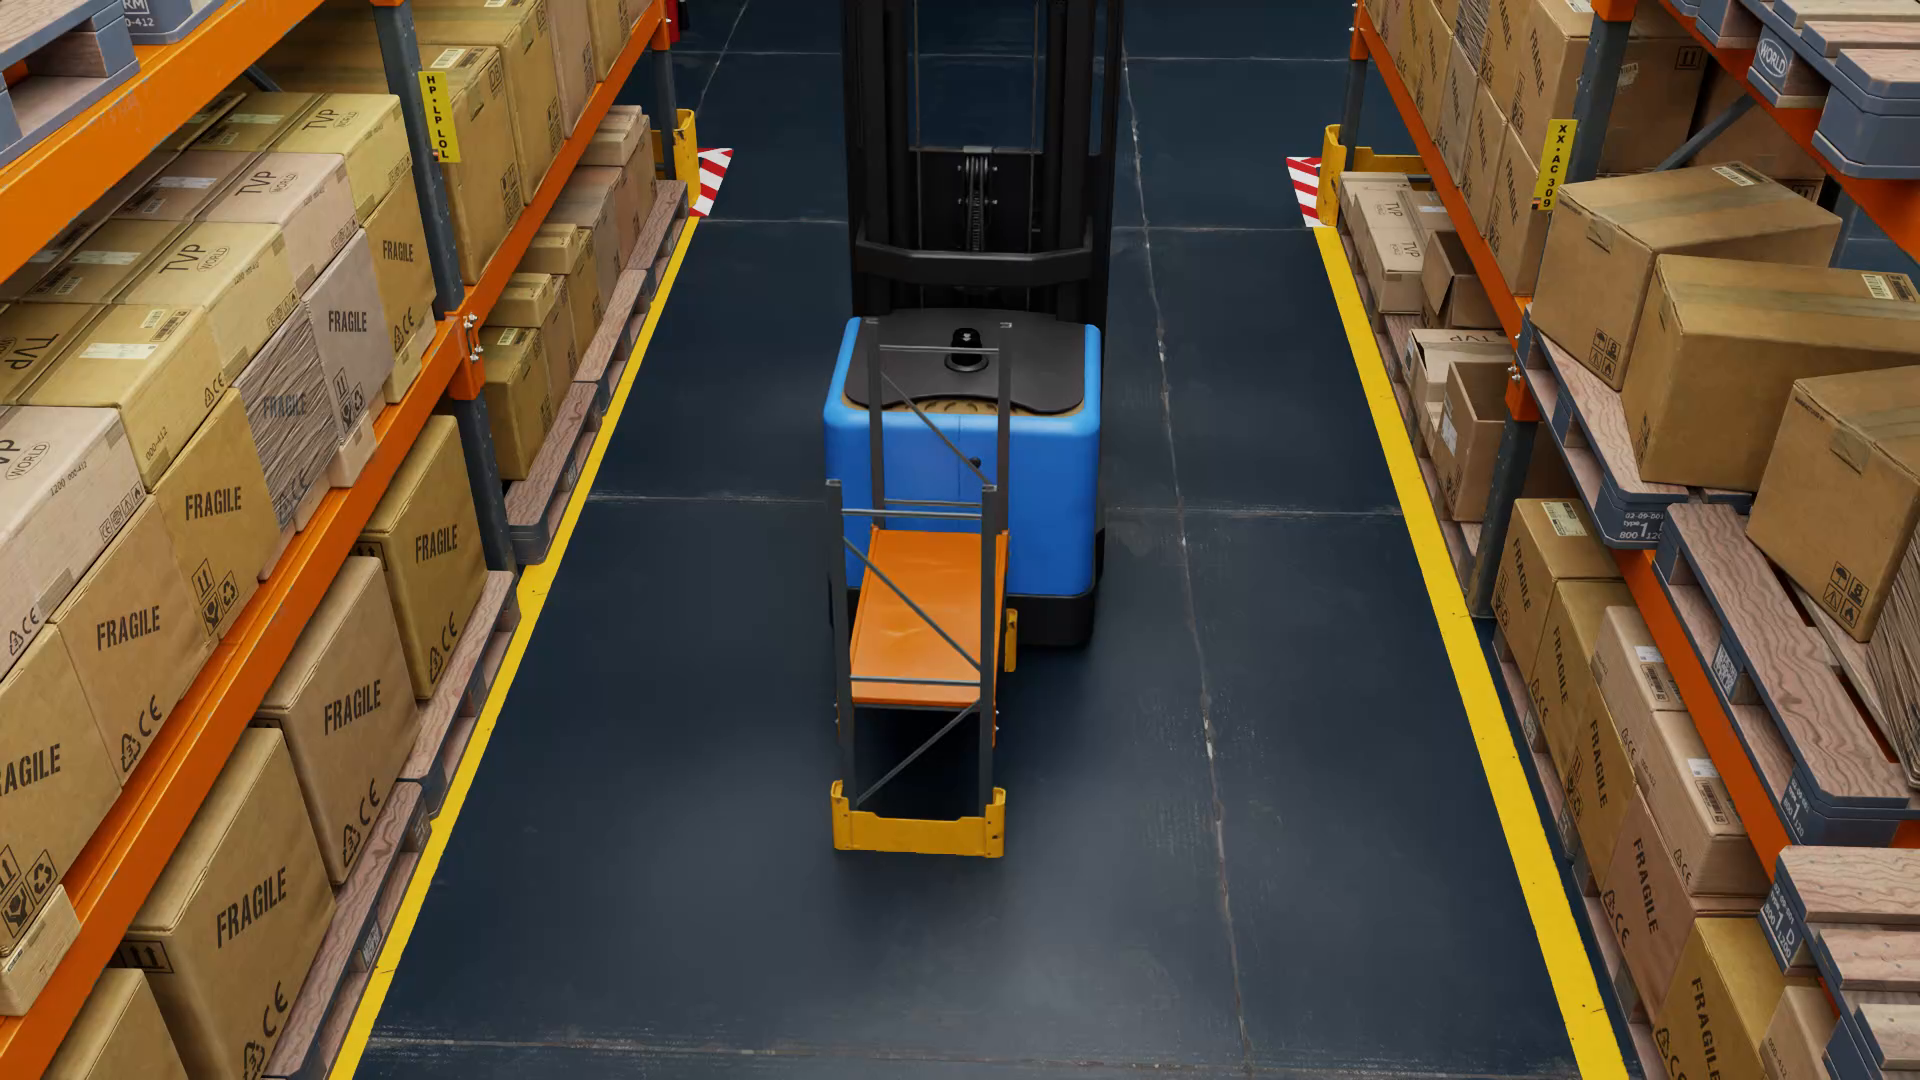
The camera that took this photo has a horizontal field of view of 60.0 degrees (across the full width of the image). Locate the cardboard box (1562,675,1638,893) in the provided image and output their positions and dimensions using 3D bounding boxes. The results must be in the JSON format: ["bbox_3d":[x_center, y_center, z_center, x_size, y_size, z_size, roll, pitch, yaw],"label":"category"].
[{"bbox_3d":[2.289,0.782,5.319,0.500,0.500,0.500,2,35,2],"label":"cardboard box"}]

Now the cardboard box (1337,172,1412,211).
[{"bbox_3d":[2.390,-2.005,9.591,0.380,0.149,0.250,1,35,2],"label":"cardboard box"}]

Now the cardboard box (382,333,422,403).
[{"bbox_3d":[-2.078,-0.598,5.693,0.380,0.149,0.250,2,35,3],"label":"cardboard box"}]

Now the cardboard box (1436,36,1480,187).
[{"bbox_3d":[2.391,-1.852,7.189,0.500,0.500,0.500,2,35,3],"label":"cardboard box"}]

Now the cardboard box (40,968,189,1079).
[{"bbox_3d":[-2.360,1.548,3.943,0.750,0.750,0.750,1,35,1],"label":"cardboard box"}]

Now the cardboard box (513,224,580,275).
[{"bbox_3d":[-2.011,-1.373,7.839,0.380,0.149,0.250,0,35,1],"label":"cardboard box"}]

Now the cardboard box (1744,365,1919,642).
[{"bbox_3d":[2.580,-0.122,4.363,0.700,0.500,0.500,-7,36,-10],"label":"cardboard box"}]

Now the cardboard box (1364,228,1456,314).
[{"bbox_3d":[2.405,-1.399,8.641,0.500,0.250,0.500,1,35,2],"label":"cardboard box"}]

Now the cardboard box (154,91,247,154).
[{"bbox_3d":[-2.639,-1.258,5.416,0.500,0.250,0.500,2,35,3],"label":"cardboard box"}]

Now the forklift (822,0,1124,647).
[{"bbox_3d":[0.101,-1.607,6.987,1.130,2.935,3.031,2,35,3],"label":"forklift"}]

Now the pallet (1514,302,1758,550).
[{"bbox_3d":[2.448,-0.391,5.365,1.003,0.211,1.213,1,35,2],"label":"pallet"}]

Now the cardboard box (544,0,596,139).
[{"bbox_3d":[-2.268,-2.310,7.667,0.980,0.700,0.700,0,35,0],"label":"cardboard box"}]

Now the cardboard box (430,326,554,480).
[{"bbox_3d":[-2.228,-0.615,7.325,0.700,0.500,0.500,2,35,2],"label":"cardboard box"}]

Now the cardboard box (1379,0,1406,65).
[{"bbox_3d":[2.453,-2.720,8.424,0.500,0.500,0.500,1,35,1],"label":"cardboard box"}]

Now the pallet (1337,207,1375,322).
[{"bbox_3d":[2.716,-1.582,9.317,1.003,0.211,1.213,1,35,2],"label":"pallet"}]

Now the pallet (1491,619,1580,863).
[{"bbox_3d":[2.595,0.683,6.095,1.003,0.211,1.213,1,35,2],"label":"pallet"}]

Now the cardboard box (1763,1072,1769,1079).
[{"bbox_3d":[2.232,1.672,4.054,0.500,0.500,0.500,3,35,4],"label":"cardboard box"}]

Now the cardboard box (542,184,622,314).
[{"bbox_3d":[-2.167,-1.505,8.591,0.700,0.500,0.500,0,35,0],"label":"cardboard box"}]

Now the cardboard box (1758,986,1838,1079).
[{"bbox_3d":[2.230,1.333,3.884,0.500,0.250,0.500,3,35,4],"label":"cardboard box"}]

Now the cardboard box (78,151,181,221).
[{"bbox_3d":[-2.654,-0.957,4.988,0.500,0.250,0.500,2,35,2],"label":"cardboard box"}]

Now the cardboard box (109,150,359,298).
[{"bbox_3d":[-2.154,-0.948,4.975,0.500,0.250,0.500,2,35,3],"label":"cardboard box"}]

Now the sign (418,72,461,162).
[{"bbox_3d":[-1.818,-1.473,5.799,0.100,0.325,0.005,1,35,2],"label":"sign"}]

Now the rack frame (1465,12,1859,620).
[{"bbox_3d":[2.589,-0.926,5.959,1.000,3.000,0.127,1,35,2],"label":"rack frame"}]

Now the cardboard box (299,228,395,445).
[{"bbox_3d":[-2.138,-0.645,5.196,0.500,0.500,0.500,2,35,2],"label":"cardboard box"}]

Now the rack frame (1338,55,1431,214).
[{"bbox_3d":[2.750,-3.224,9.229,1.000,3.000,0.127,1,35,2],"label":"rack frame"}]

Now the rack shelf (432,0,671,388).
[{"bbox_3d":[-2.280,-1.893,7.961,1.077,0.370,4.000,1,35,2],"label":"rack shelf"}]

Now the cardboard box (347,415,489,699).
[{"bbox_3d":[-2.257,0.046,6.081,0.750,0.750,0.750,2,35,2],"label":"cardboard box"}]

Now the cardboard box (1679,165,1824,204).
[{"bbox_3d":[2.882,-1.254,6.338,0.500,0.500,0.500,2,35,3],"label":"cardboard box"}]

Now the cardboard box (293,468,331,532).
[{"bbox_3d":[-2.161,-0.158,5.067,0.380,0.149,0.250,1,35,2],"label":"cardboard box"}]

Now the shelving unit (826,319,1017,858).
[{"bbox_3d":[-0.107,0.156,5.723,0.587,1.500,1.083,2,35,3],"label":"shelving unit"}]

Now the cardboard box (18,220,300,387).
[{"bbox_3d":[-2.174,-0.655,4.558,0.500,0.250,0.500,2,35,3],"label":"cardboard box"}]

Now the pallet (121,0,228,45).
[{"bbox_3d":[-2.348,-1.659,4.560,0.805,0.209,1.217,0,35,0],"label":"pallet"}]

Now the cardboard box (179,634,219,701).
[{"bbox_3d":[-2.226,0.289,4.431,0.380,0.149,0.250,2,35,2],"label":"cardboard box"}]

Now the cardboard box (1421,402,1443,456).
[{"bbox_3d":[2.284,-0.491,7.436,0.380,0.149,0.250,1,35,2],"label":"cardboard box"}]

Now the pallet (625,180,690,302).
[{"bbox_3d":[-2.154,-1.734,9.534,1.003,0.211,1.213,1,35,2],"label":"pallet"}]

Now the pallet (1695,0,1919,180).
[{"bbox_3d":[2.455,-1.108,3.772,1.213,0.211,1.003,1,35,2],"label":"pallet"}]

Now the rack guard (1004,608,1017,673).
[{"bbox_3d":[-0.073,0.382,6.489,0.587,0.250,0.087,2,35,3],"label":"rack guard"}]

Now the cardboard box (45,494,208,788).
[{"bbox_3d":[-2.194,0.230,3.951,0.500,0.500,0.500,1,35,2],"label":"cardboard box"}]

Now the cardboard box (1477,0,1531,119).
[{"bbox_3d":[2.369,-1.967,6.484,0.500,0.500,0.500,1,35,1],"label":"cardboard box"}]

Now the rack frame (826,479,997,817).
[{"bbox_3d":[-0.143,0.453,5.301,0.500,1.500,0.032,2,35,3],"label":"rack frame"}]

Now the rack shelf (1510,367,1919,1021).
[{"bbox_3d":[2.509,0.517,4.531,1.077,0.370,4.000,1,35,2],"label":"rack shelf"}]
